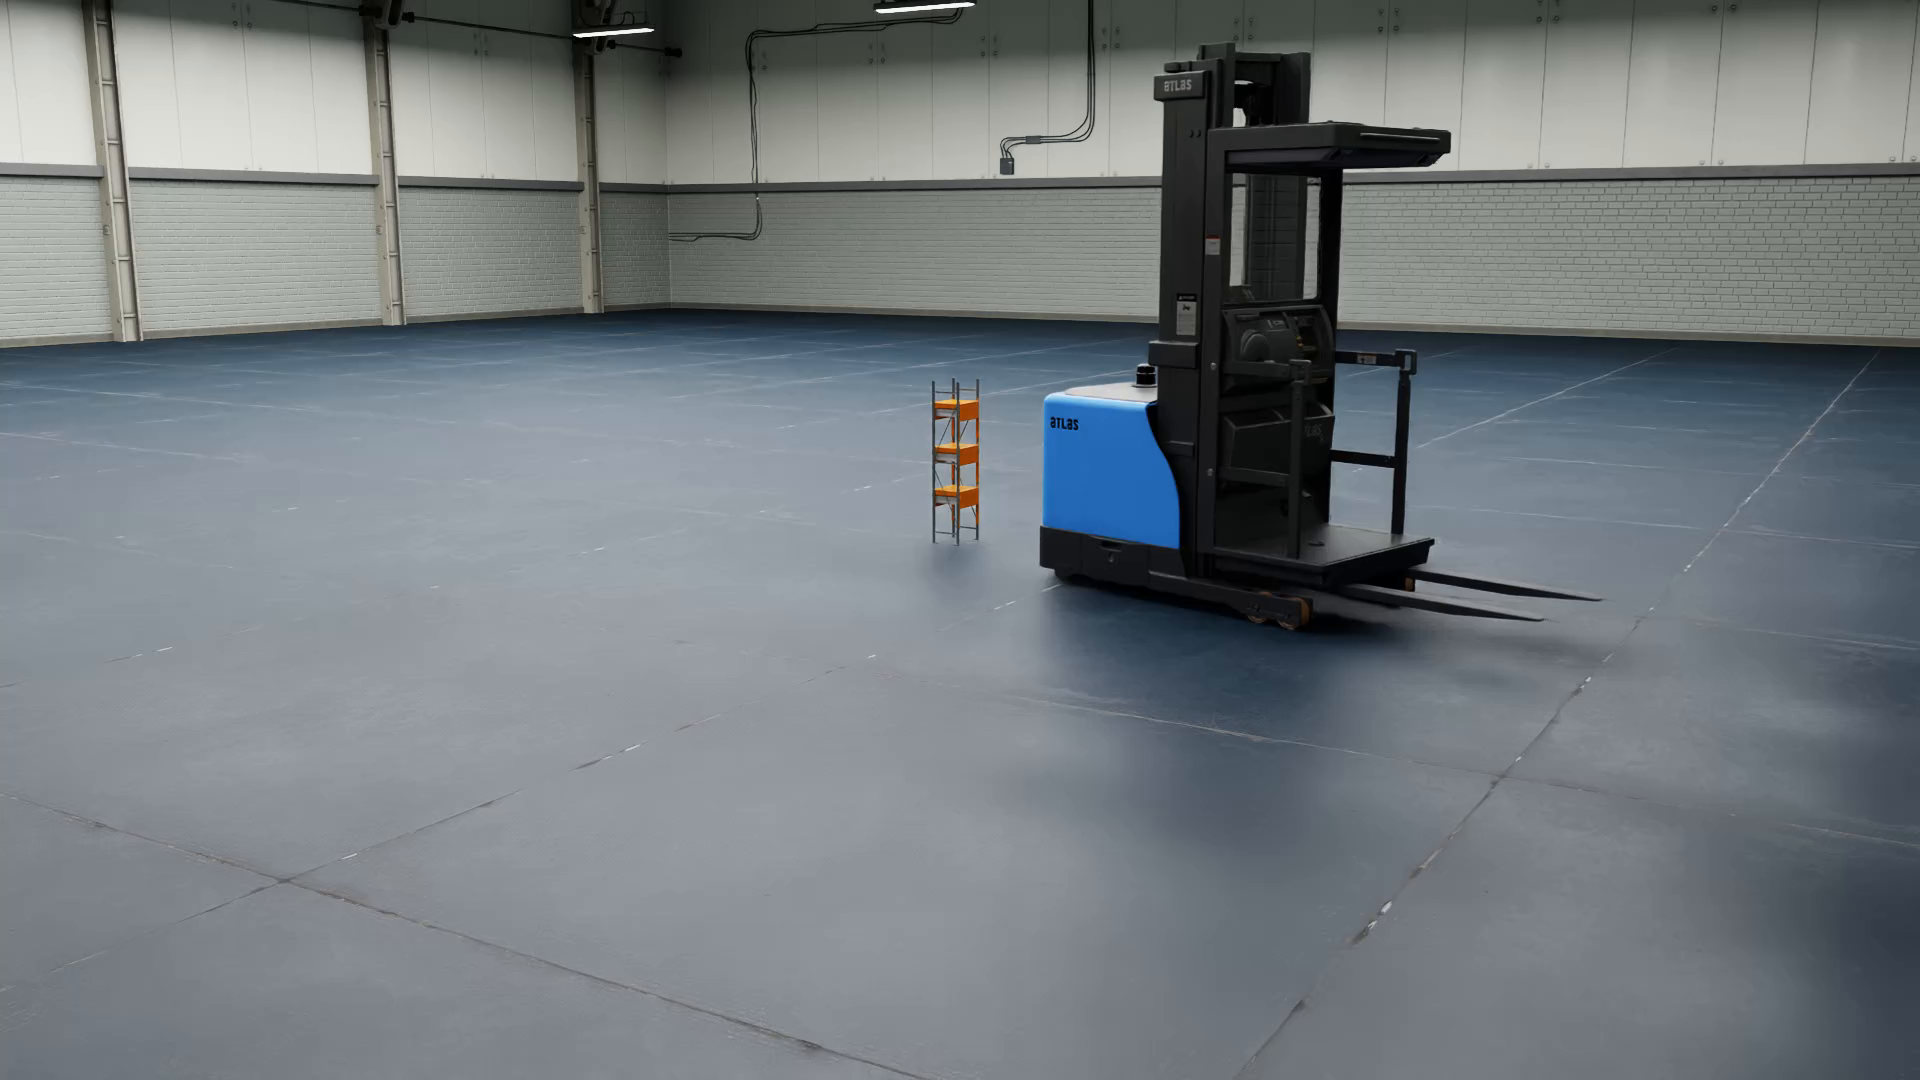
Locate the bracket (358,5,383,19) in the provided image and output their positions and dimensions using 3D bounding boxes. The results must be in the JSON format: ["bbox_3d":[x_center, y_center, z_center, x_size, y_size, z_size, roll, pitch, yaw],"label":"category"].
[{"bbox_3d":[-11.898,-10.654,33.543,0.235,0.232,0.430,6,12,31],"label":"bracket"}]

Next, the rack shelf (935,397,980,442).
[{"bbox_3d":[-0.028,-0.776,10.677,0.215,0.259,0.240,6,12,31],"label":"rack shelf"}]

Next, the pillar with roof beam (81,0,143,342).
[{"bbox_3d":[-11.421,-7.629,27.167,9.100,9.000,0.400,6,12,31],"label":"pillar with roof beam"}]

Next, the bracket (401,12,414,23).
[{"bbox_3d":[-11.467,-10.785,34.240,0.235,0.232,0.430,6,12,31],"label":"bracket"}]

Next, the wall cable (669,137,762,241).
[{"bbox_3d":[-6.211,-8.739,41.530,3.097,2.526,0.112,6,12,31],"label":"wall cable"}]

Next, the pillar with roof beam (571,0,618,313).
[{"bbox_3d":[-5.191,-9.517,37.247,9.100,9.000,0.548,6,12,31],"label":"pillar with roof beam"}]

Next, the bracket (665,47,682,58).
[{"bbox_3d":[-7.121,-12.101,41.271,0.235,0.232,0.430,6,12,31],"label":"bracket"}]

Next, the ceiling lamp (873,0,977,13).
[{"bbox_3d":[-0.502,-11.030,29.466,2.000,3.185,0.800,6,12,31],"label":"ceiling lamp"}]

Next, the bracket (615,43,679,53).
[{"bbox_3d":[-7.428,-12.008,40.775,0.076,0.066,3.189,6,12,31],"label":"bracket"}]

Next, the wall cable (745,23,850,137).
[{"bbox_3d":[-3.899,-10.963,39.685,3.097,2.526,0.112,6,12,31],"label":"wall cable"}]

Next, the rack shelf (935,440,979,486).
[{"bbox_3d":[-0.028,-0.497,10.729,0.215,0.259,0.240,6,12,31],"label":"rack shelf"}]

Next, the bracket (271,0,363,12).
[{"bbox_3d":[-13.235,-10.249,31.378,0.076,0.066,4.783,6,12,31],"label":"bracket"}]

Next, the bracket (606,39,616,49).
[{"bbox_3d":[-8.352,-11.728,39.281,0.235,0.232,0.430,6,12,31],"label":"bracket"}]

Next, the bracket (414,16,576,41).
[{"bbox_3d":[-10.120,-11.193,36.419,0.076,0.066,4.783,6,12,31],"label":"bracket"}]

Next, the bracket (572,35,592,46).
[{"bbox_3d":[-8.783,-11.598,38.583,0.235,0.232,0.430,6,12,31],"label":"bracket"}]

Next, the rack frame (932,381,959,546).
[{"bbox_3d":[-0.091,-0.488,10.625,0.200,1.050,0.008,6,12,31],"label":"rack frame"}]

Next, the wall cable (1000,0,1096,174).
[{"bbox_3d":[1.895,-11.027,36.073,2.305,6.003,0.169,6,12,31],"label":"wall cable"}]

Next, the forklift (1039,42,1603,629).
[{"bbox_3d":[1.853,-1.093,8.741,1.130,2.935,3.031,-10,15,-43],"label":"forklift"}]

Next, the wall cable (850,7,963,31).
[{"bbox_3d":[-1.254,-12.903,37.687,3.097,2.526,0.112,6,12,31],"label":"wall cable"}]

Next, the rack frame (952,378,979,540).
[{"bbox_3d":[0.036,-0.527,10.830,0.200,1.050,0.008,6,12,31],"label":"rack frame"}]

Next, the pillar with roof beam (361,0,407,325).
[{"bbox_3d":[-8.306,-8.573,32.207,9.100,9.000,0.548,6,12,31],"label":"pillar with roof beam"}]

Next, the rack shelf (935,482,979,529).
[{"bbox_3d":[-0.028,-0.224,10.780,0.215,0.259,0.240,6,12,31],"label":"rack shelf"}]

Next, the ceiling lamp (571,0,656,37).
[{"bbox_3d":[-6.818,-11.736,33.237,2.000,3.185,0.800,6,12,31],"label":"ceiling lamp"}]

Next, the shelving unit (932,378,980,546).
[{"bbox_3d":[-0.028,-0.508,10.727,0.215,1.050,0.252,6,12,31],"label":"shelving unit"}]
